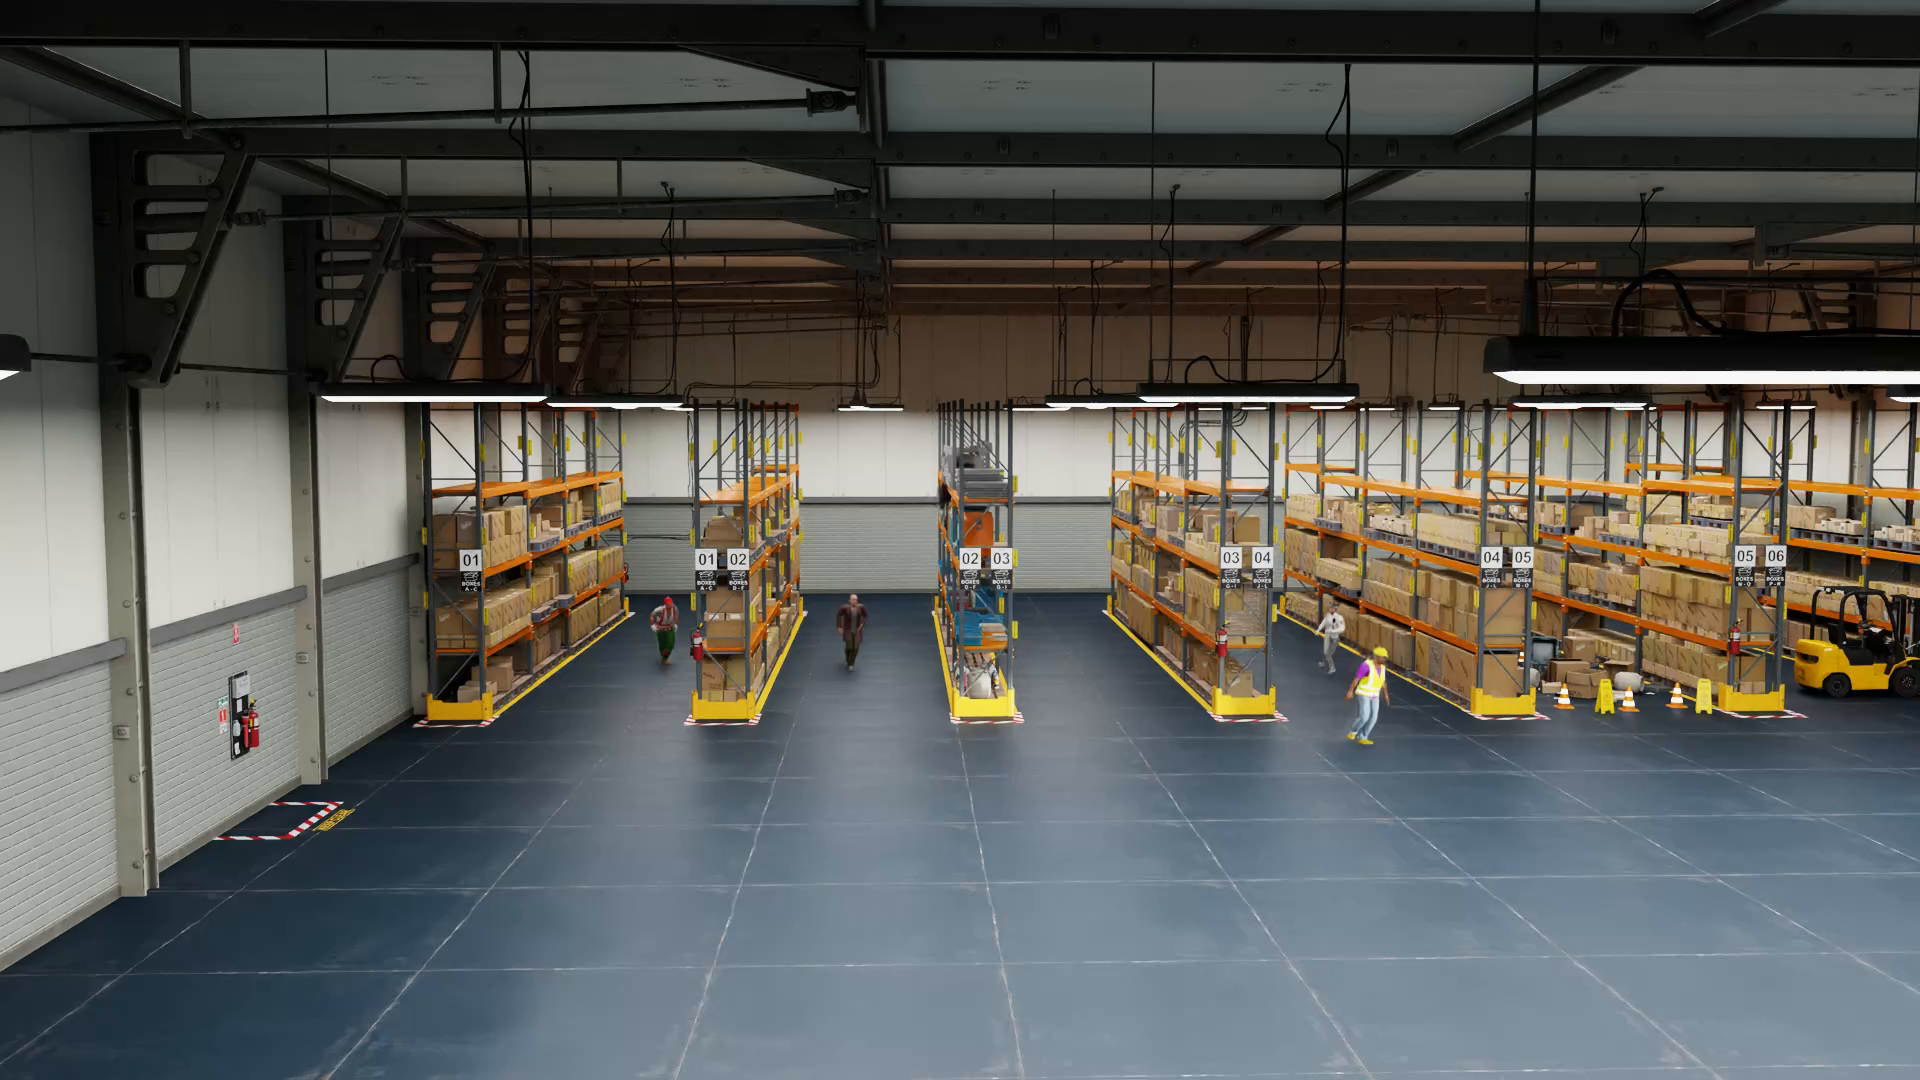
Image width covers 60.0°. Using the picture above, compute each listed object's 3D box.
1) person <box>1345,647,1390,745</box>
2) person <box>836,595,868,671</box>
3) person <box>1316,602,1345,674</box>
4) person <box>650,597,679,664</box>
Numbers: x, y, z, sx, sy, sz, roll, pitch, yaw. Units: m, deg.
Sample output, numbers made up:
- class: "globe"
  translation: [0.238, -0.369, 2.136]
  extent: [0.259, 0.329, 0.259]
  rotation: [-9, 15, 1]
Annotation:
- class: "person"
  translation: [7.046, 2.687, 28.673]
  extent: [0.747, 1.717, 0.637]
  rotation: [-3, 5, -32]
- class: "person"
  translation: [-2.405, 2.053, 37.141]
  extent: [0.691, 1.709, 0.747]
  rotation: [-1, 5, -18]
- class: "person"
  translation: [8.211, 2.150, 36.772]
  extent: [0.710, 1.633, 0.637]
  rotation: [3, 5, 30]
- class: "person"
  translation: [-6.761, 2.059, 37.968]
  extent: [0.674, 1.582, 0.994]
  rotation: [-2, 5, -25]
